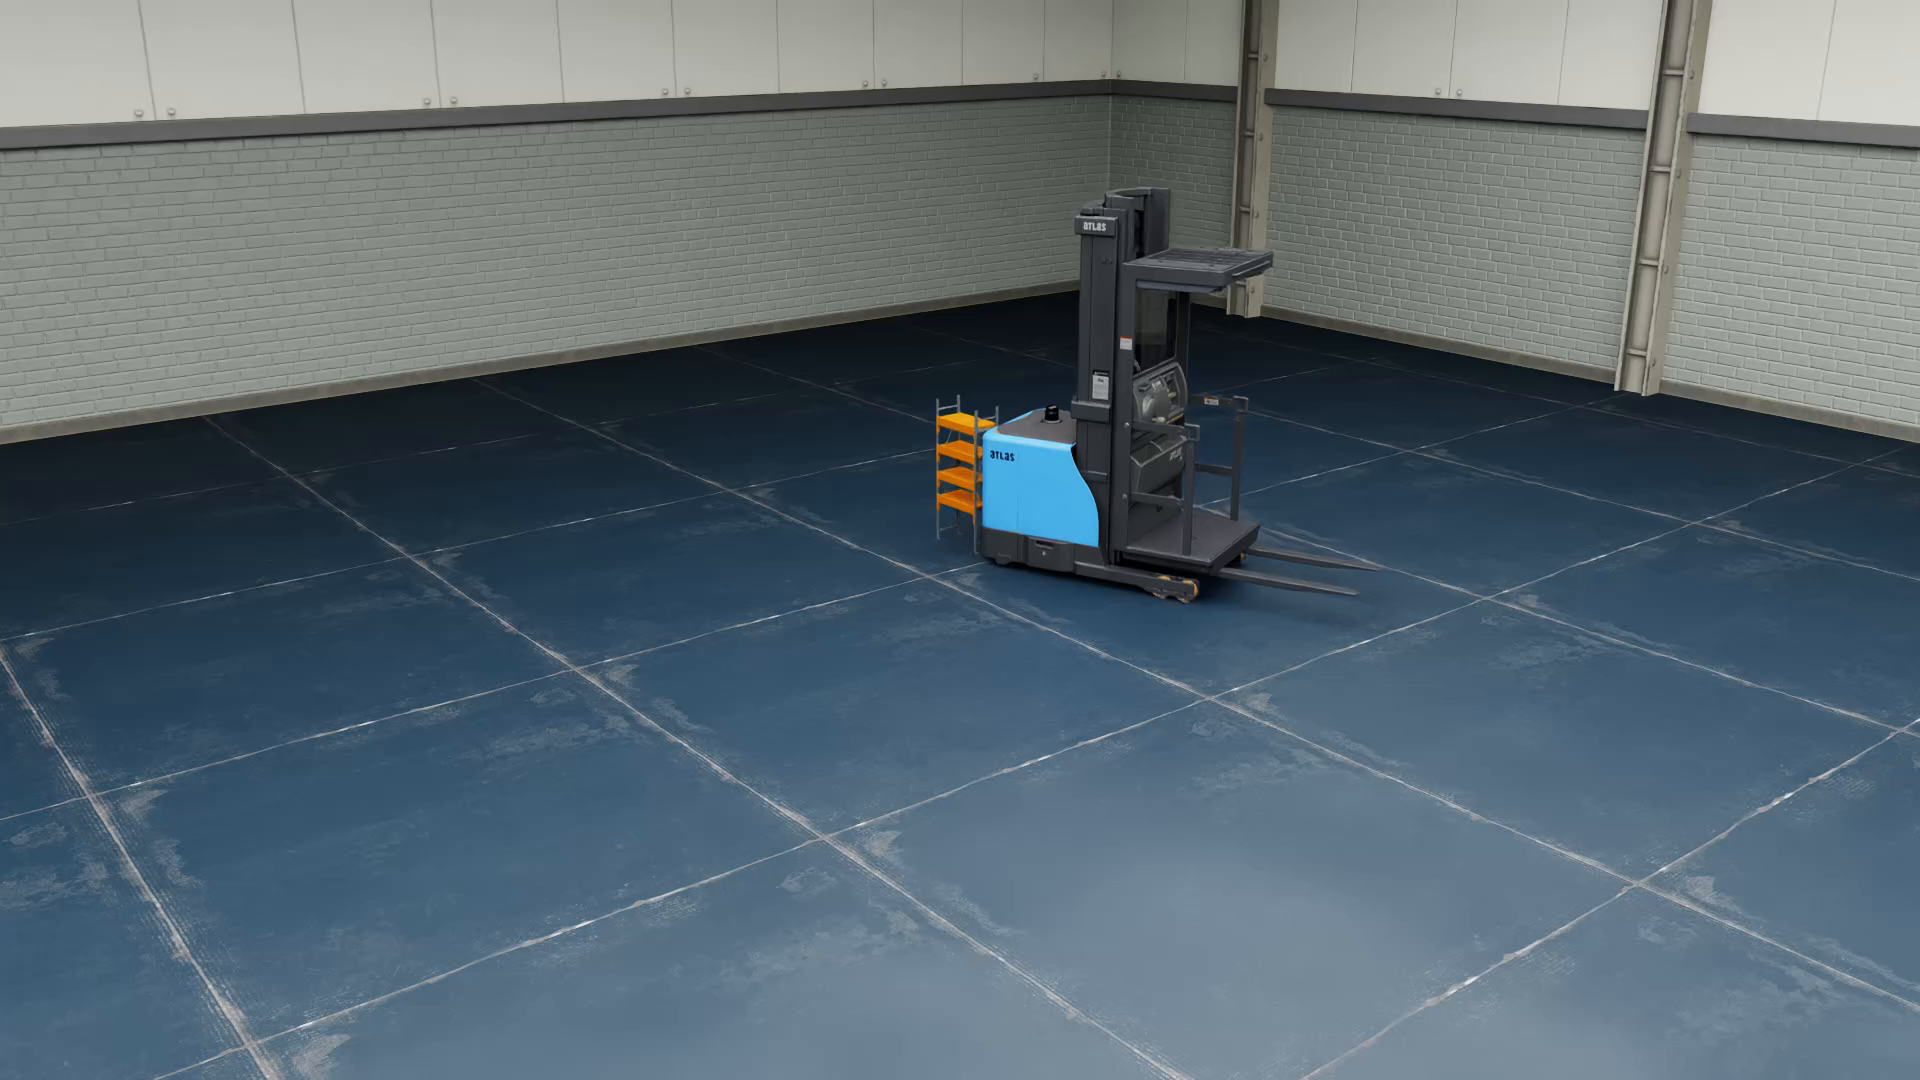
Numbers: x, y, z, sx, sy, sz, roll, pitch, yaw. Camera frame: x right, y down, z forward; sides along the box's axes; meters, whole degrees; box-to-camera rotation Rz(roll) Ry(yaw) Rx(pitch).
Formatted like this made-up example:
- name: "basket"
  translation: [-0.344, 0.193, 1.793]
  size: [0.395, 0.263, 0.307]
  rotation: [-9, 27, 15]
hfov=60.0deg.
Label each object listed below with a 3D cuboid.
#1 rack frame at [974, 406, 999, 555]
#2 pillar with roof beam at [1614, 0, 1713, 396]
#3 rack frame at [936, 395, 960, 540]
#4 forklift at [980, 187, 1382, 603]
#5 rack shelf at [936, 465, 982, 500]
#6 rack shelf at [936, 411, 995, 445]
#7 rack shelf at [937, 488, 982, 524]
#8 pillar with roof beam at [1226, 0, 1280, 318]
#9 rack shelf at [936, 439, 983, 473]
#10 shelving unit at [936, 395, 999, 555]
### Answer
- name: "rack frame"
  translation: [0.212, -0.476, 13.391]
  size: [0.240, 1.200, 0.015]
  rotation: [-14, 23, -37]
- name: "pillar with roof beam"
  translation: [4.356, -5.132, 15.045]
  size: [9.100, 9.000, 0.400]
  rotation: [-14, 23, -36]
- name: "rack frame"
  translation: [-0.098, -0.595, 13.749]
  size: [0.240, 1.200, 0.015]
  rotation: [-14, 23, -37]
- name: "forklift"
  translation: [1.699, -1.114, 12.564]
  size: [3.031, 2.935, 1.130]
  rotation: [10, 21, 28]
- name: "rack shelf"
  translation: [0.057, -0.471, 13.592]
  size: [0.258, 0.148, 0.480]
  rotation: [-14, 23, -37]
- name: "rack shelf"
  translation: [0.057, -0.908, 13.447]
  size: [0.258, 0.148, 0.480]
  rotation: [-14, 23, -37]
- name: "rack shelf"
  translation: [0.057, -0.283, 13.654]
  size: [0.258, 0.148, 0.480]
  rotation: [-14, 23, -37]
- name: "pillar with roof beam"
  translation: [0.630, -6.610, 19.510]
  size: [9.100, 9.000, 0.400]
  rotation: [-14, 23, -36]
- name: "rack shelf"
  translation: [0.057, -0.684, 13.521]
  size: [0.258, 0.148, 0.480]
  rotation: [-14, 23, -37]
- name: "shelving unit"
  translation: [0.057, -0.535, 13.570]
  size: [0.258, 1.200, 0.503]
  rotation: [-14, 23, -37]
